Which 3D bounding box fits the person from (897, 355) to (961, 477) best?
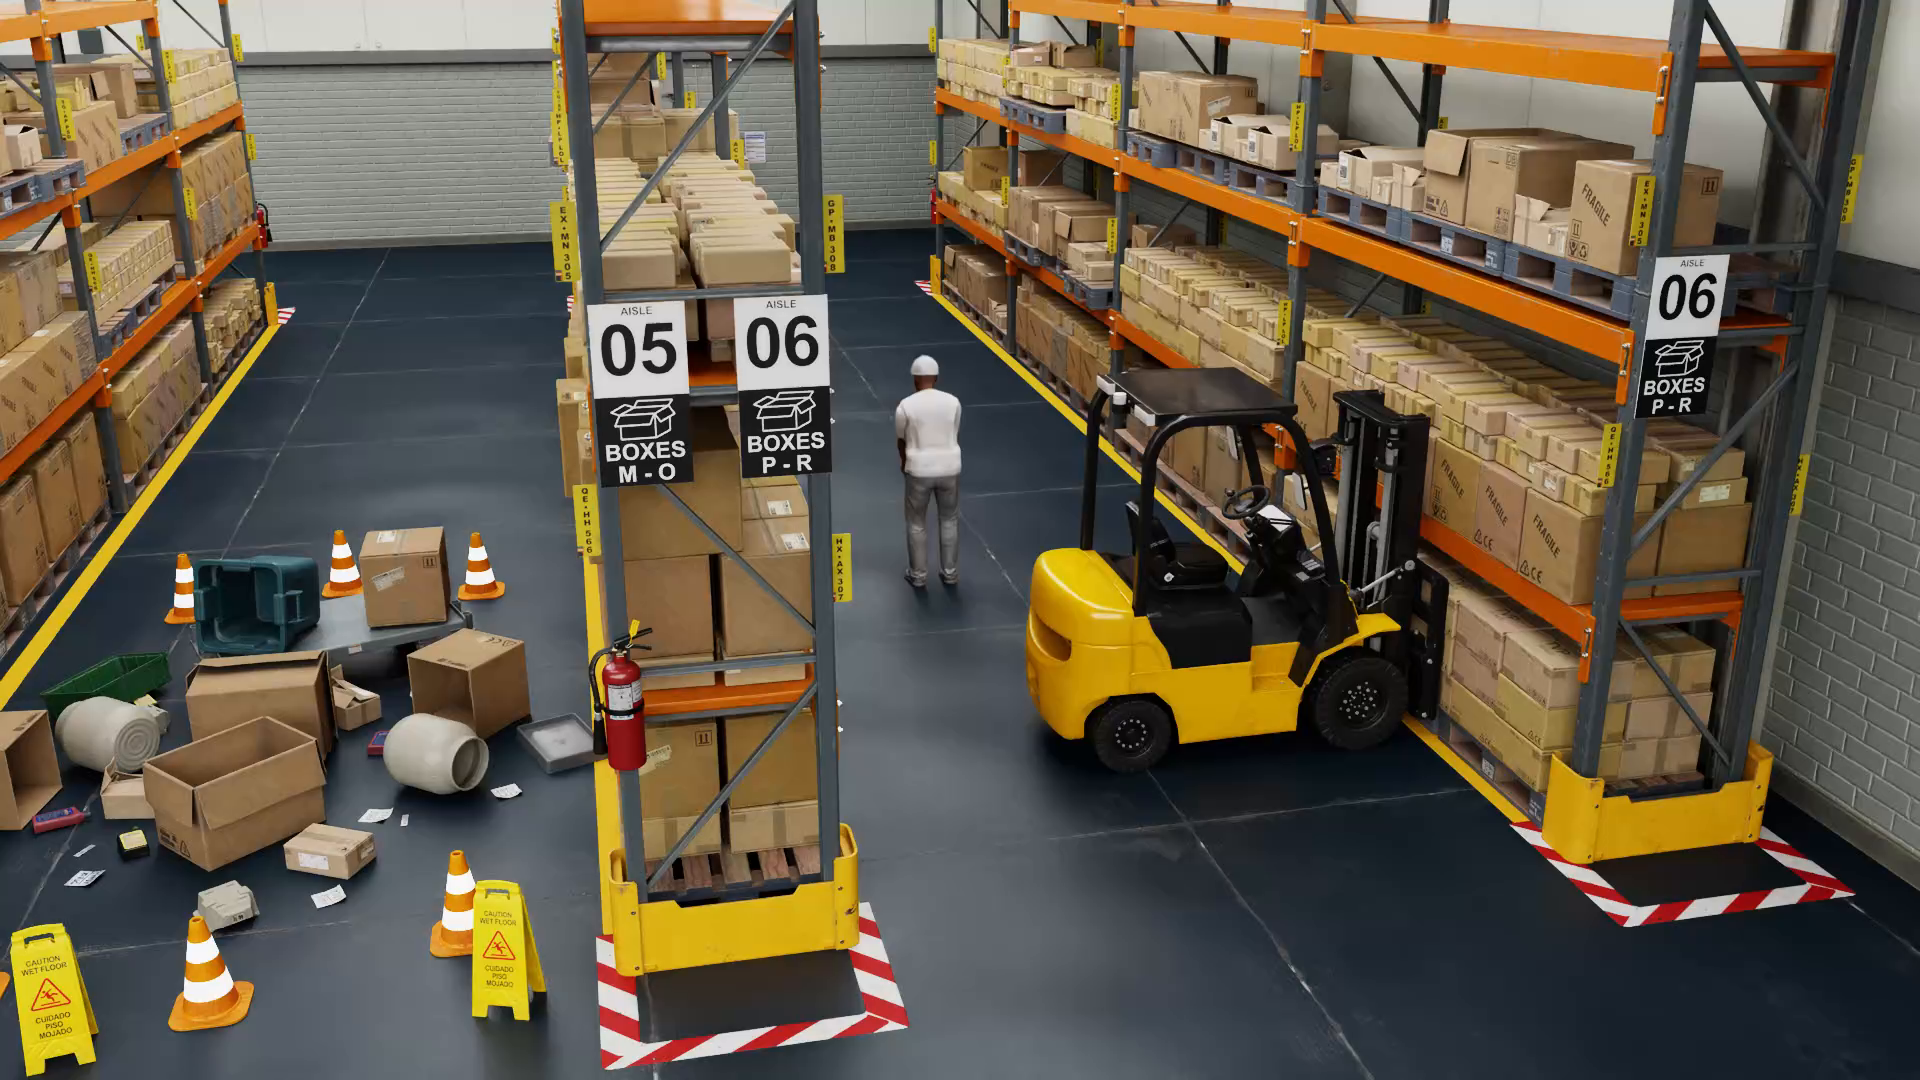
[{"bbox_3d":[-0.244,-0.908,12.456,0.471,0.960,0.590,-5,20,-13],"label":"person"}]
